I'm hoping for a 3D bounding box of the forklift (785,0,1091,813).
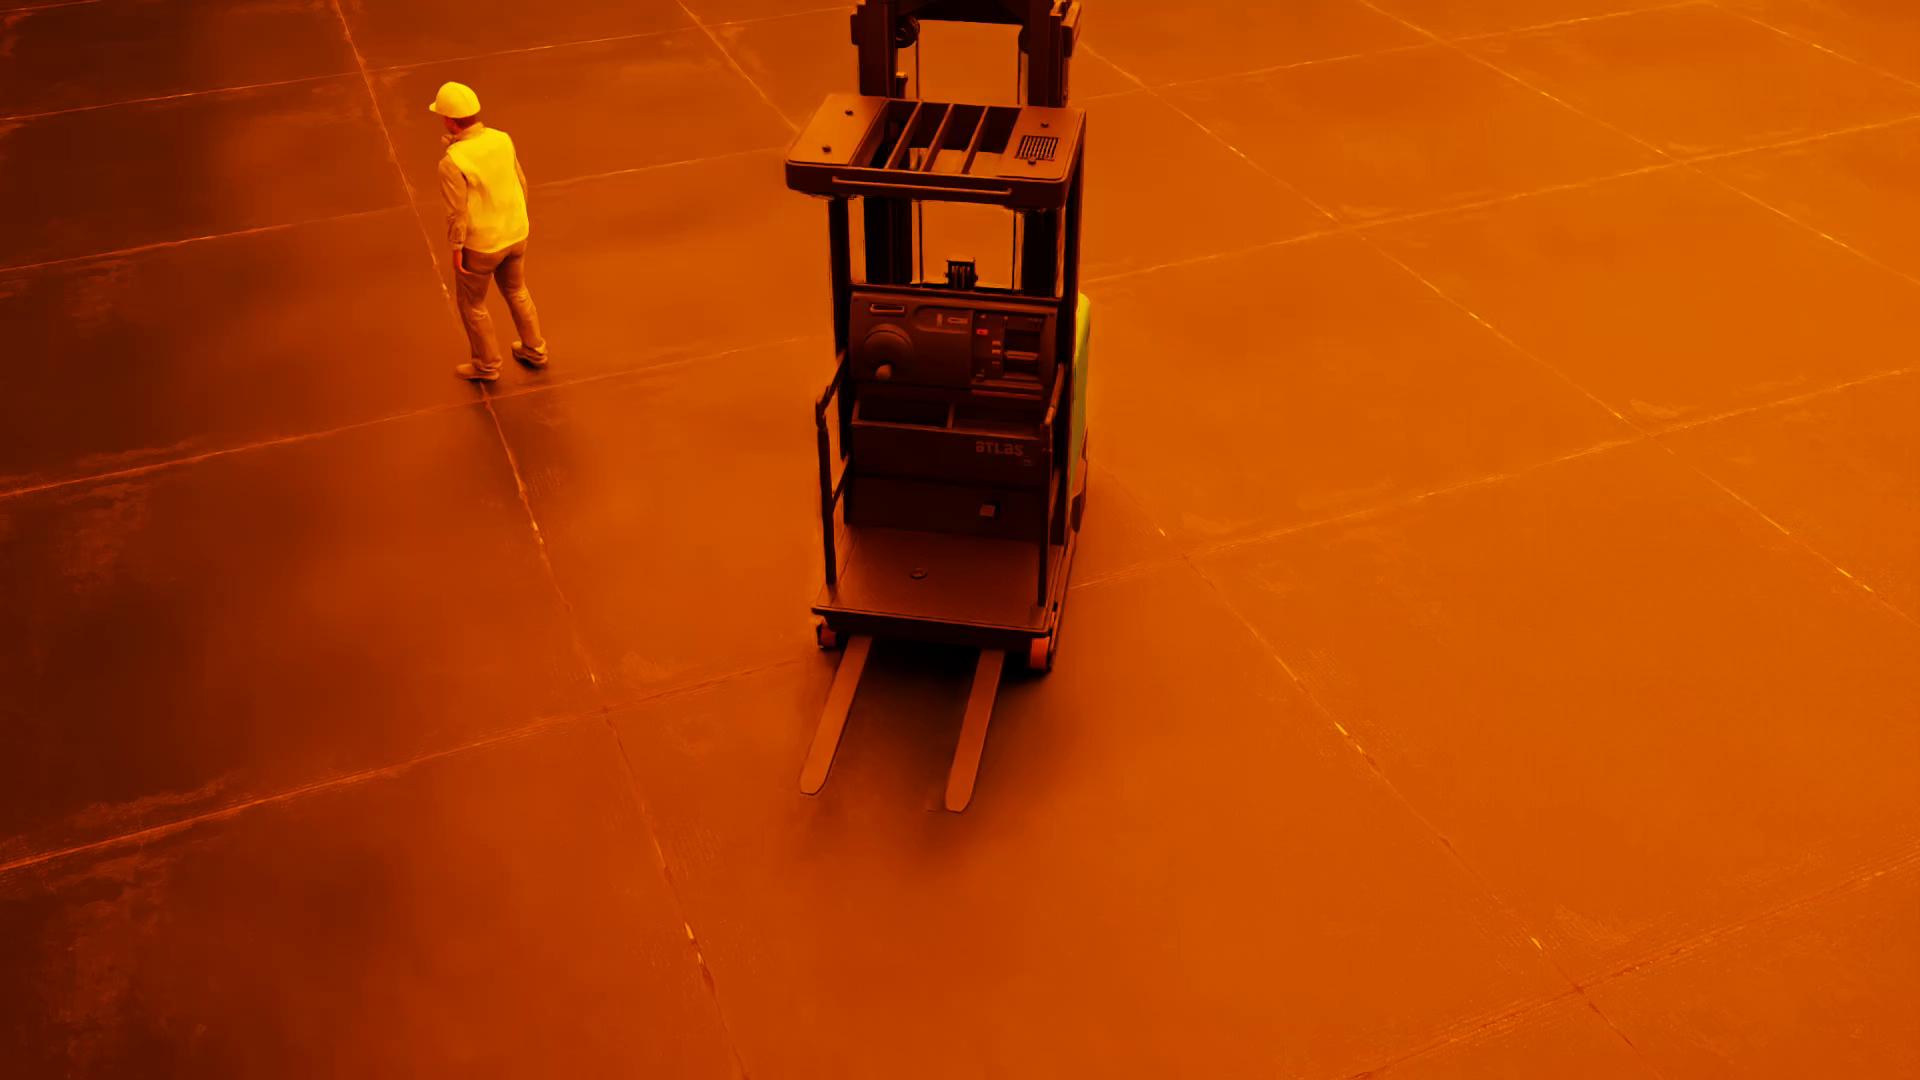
[{"bbox_3d":[-0.068,-0.813,7.241,1.130,2.935,3.031,6,36,8],"label":"forklift"}]

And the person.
[{"bbox_3d":[-2.735,-1.765,9.597,0.463,1.782,0.595,22,41,28],"label":"person"}]
